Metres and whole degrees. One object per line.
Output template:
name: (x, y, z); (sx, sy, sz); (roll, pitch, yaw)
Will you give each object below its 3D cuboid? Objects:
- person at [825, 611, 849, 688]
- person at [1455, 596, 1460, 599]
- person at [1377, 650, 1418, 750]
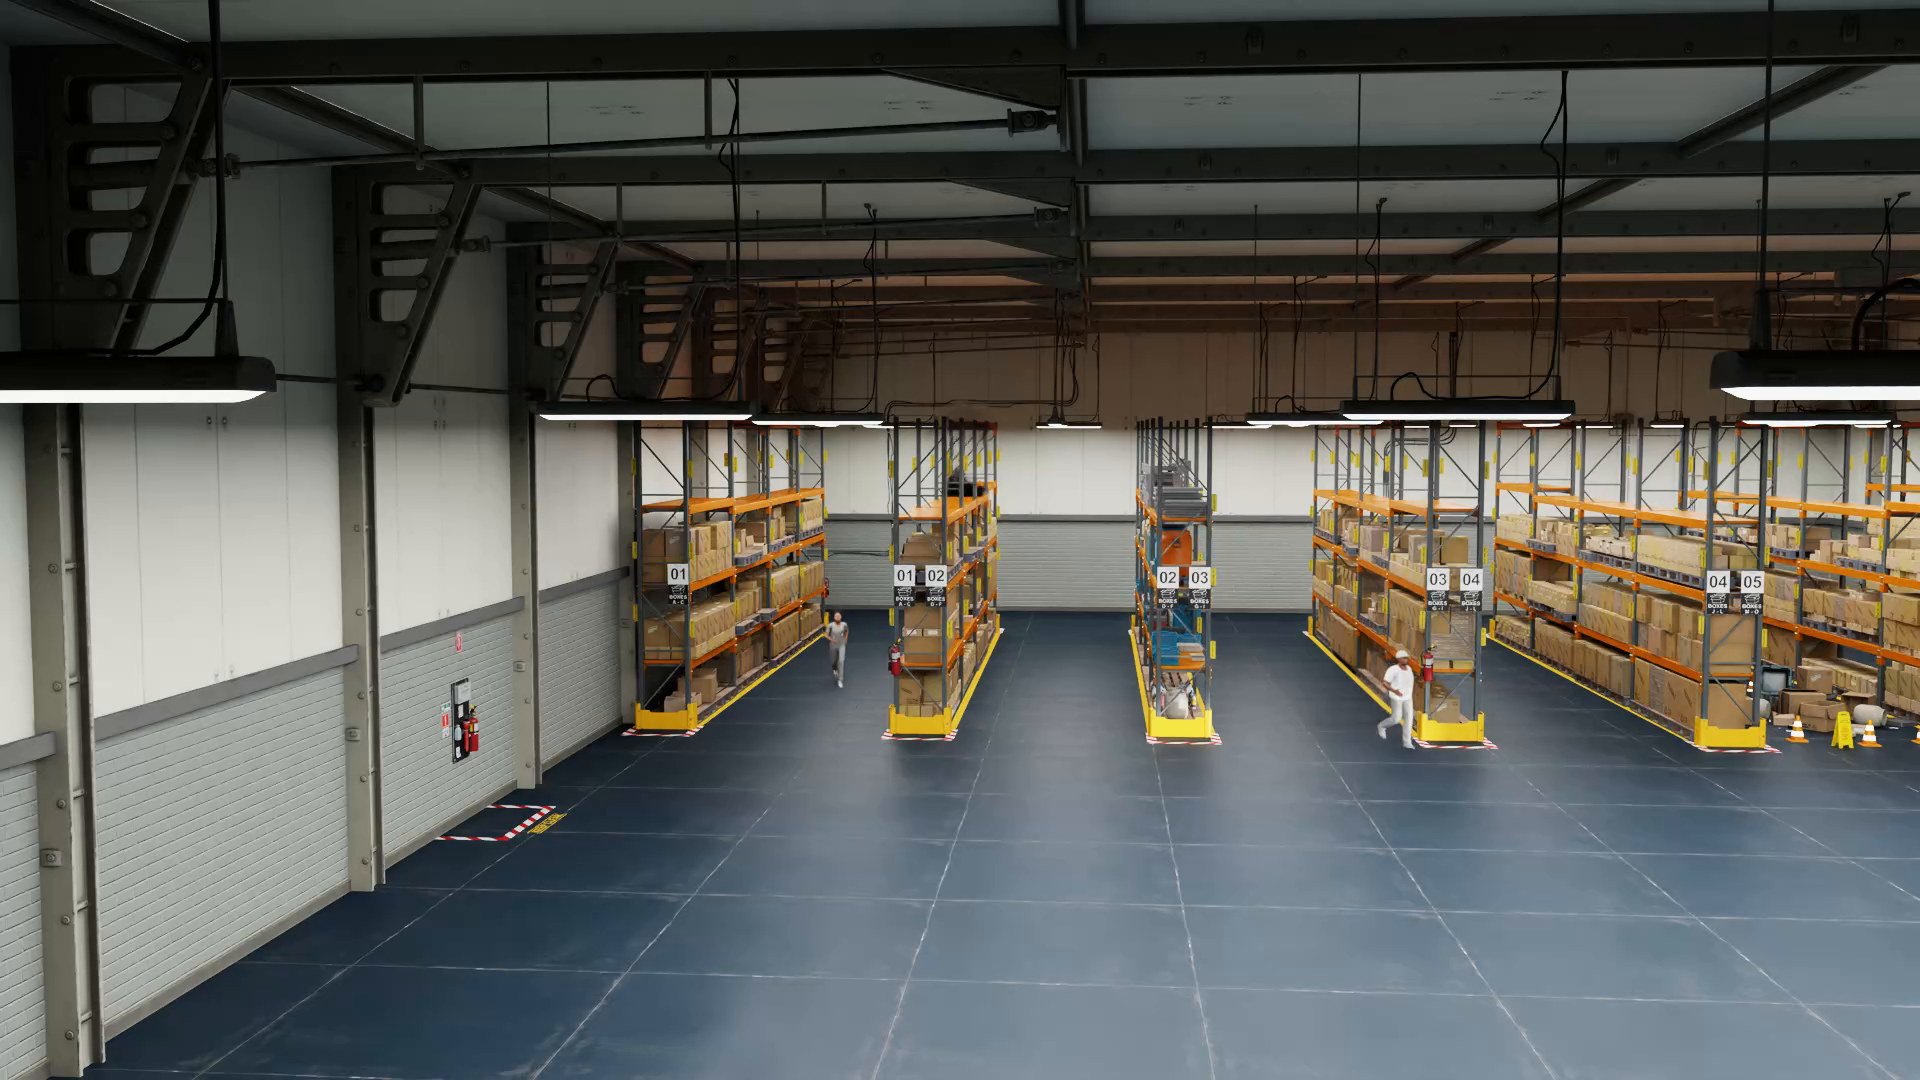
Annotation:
person: (-2.789, 2.444, 37.646); (0.536, 1.671, 1.125); (0, 4, -4)
person: (13.511, 1.926, 45.390); (0.626, 1.644, 0.838); (1, 4, 14)
person: (8.008, 2.876, 30.212); (0.727, 1.758, 0.925); (-2, 4, -26)
